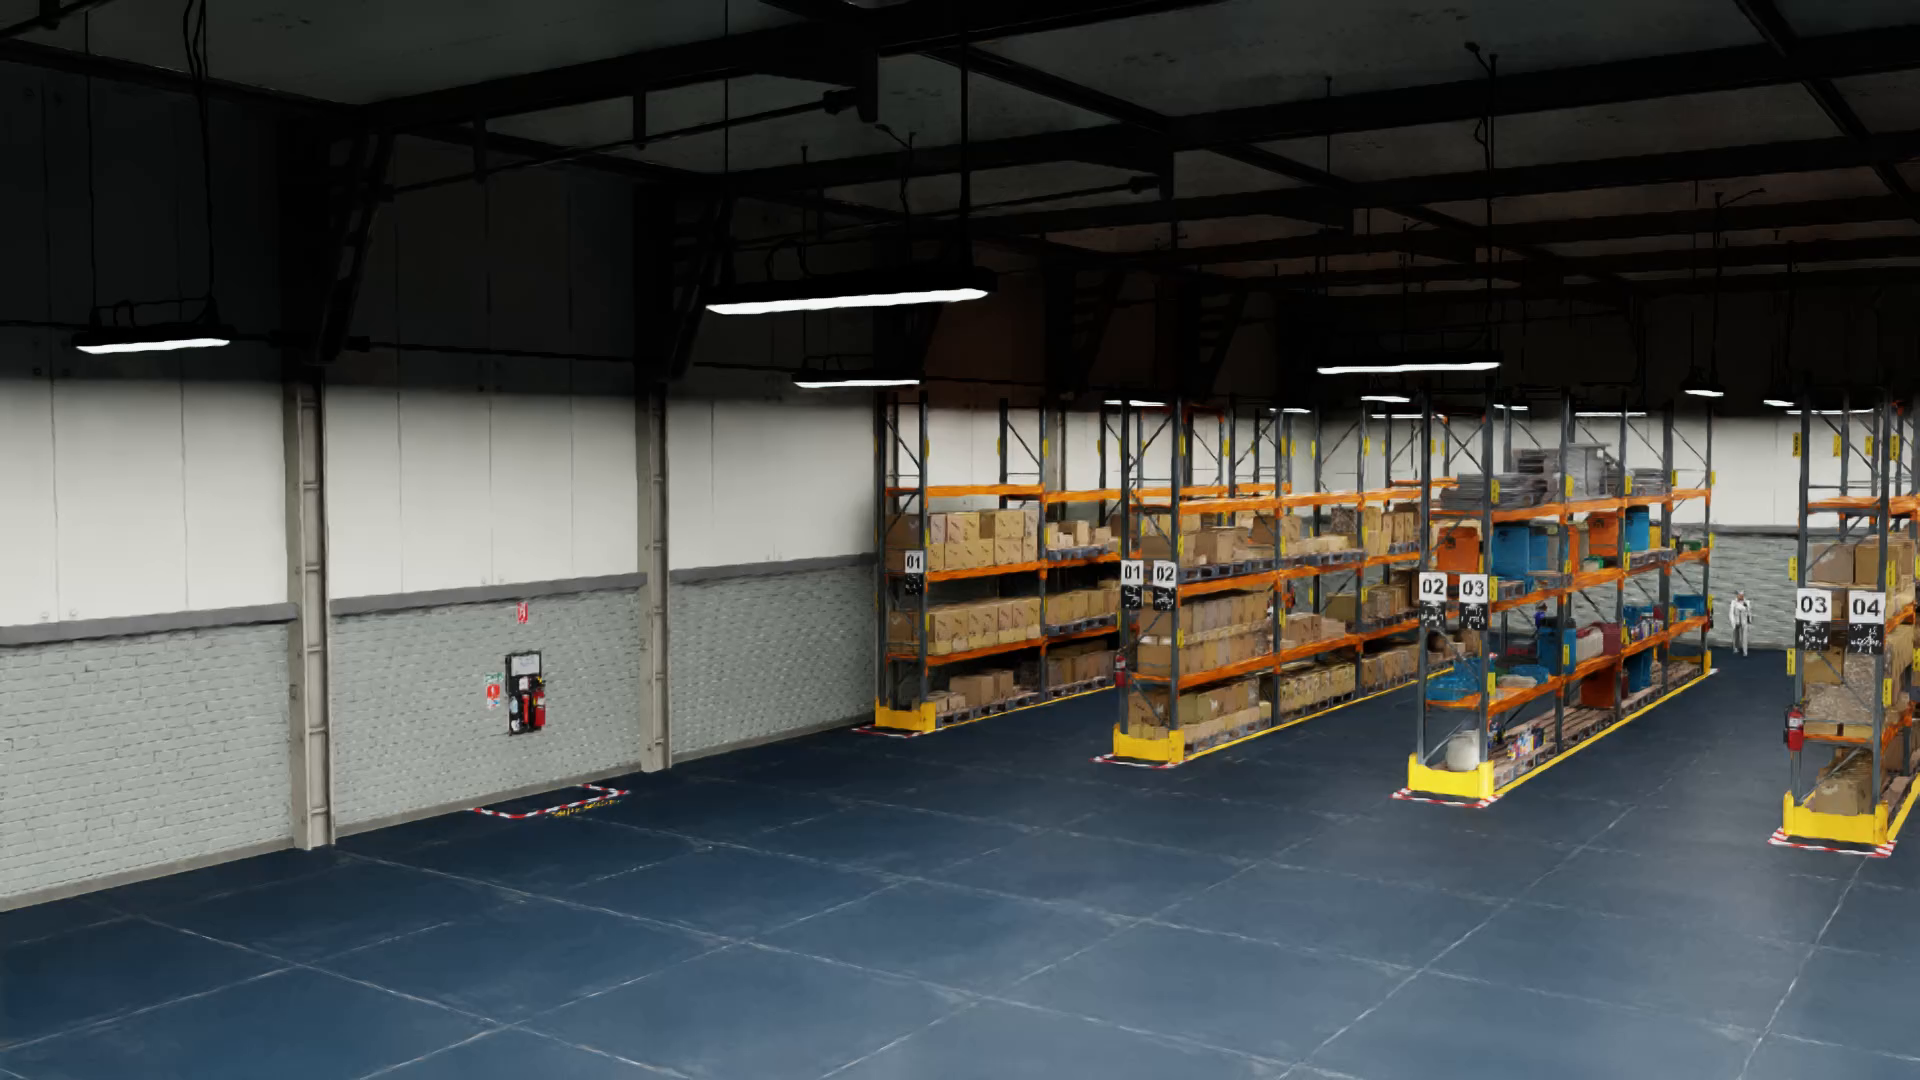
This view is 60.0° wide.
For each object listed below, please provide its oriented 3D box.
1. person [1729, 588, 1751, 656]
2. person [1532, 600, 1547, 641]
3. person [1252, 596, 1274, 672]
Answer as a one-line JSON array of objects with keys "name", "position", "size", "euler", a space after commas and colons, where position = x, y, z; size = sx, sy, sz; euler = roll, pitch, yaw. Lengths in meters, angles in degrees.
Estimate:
[{"name": "person", "position": [18.730, 1.961, 39.939], "size": [0.483, 1.615, 0.993], "euler": [2, 4, 26]}, {"name": "person", "position": [12.687, 2.147, 36.257], "size": [0.441, 1.666, 0.552], "euler": [1, 3, 13]}, {"name": "person", "position": [6.881, 2.080, 37.140], "size": [0.556, 1.712, 1.040], "euler": [2, 4, 33]}]
